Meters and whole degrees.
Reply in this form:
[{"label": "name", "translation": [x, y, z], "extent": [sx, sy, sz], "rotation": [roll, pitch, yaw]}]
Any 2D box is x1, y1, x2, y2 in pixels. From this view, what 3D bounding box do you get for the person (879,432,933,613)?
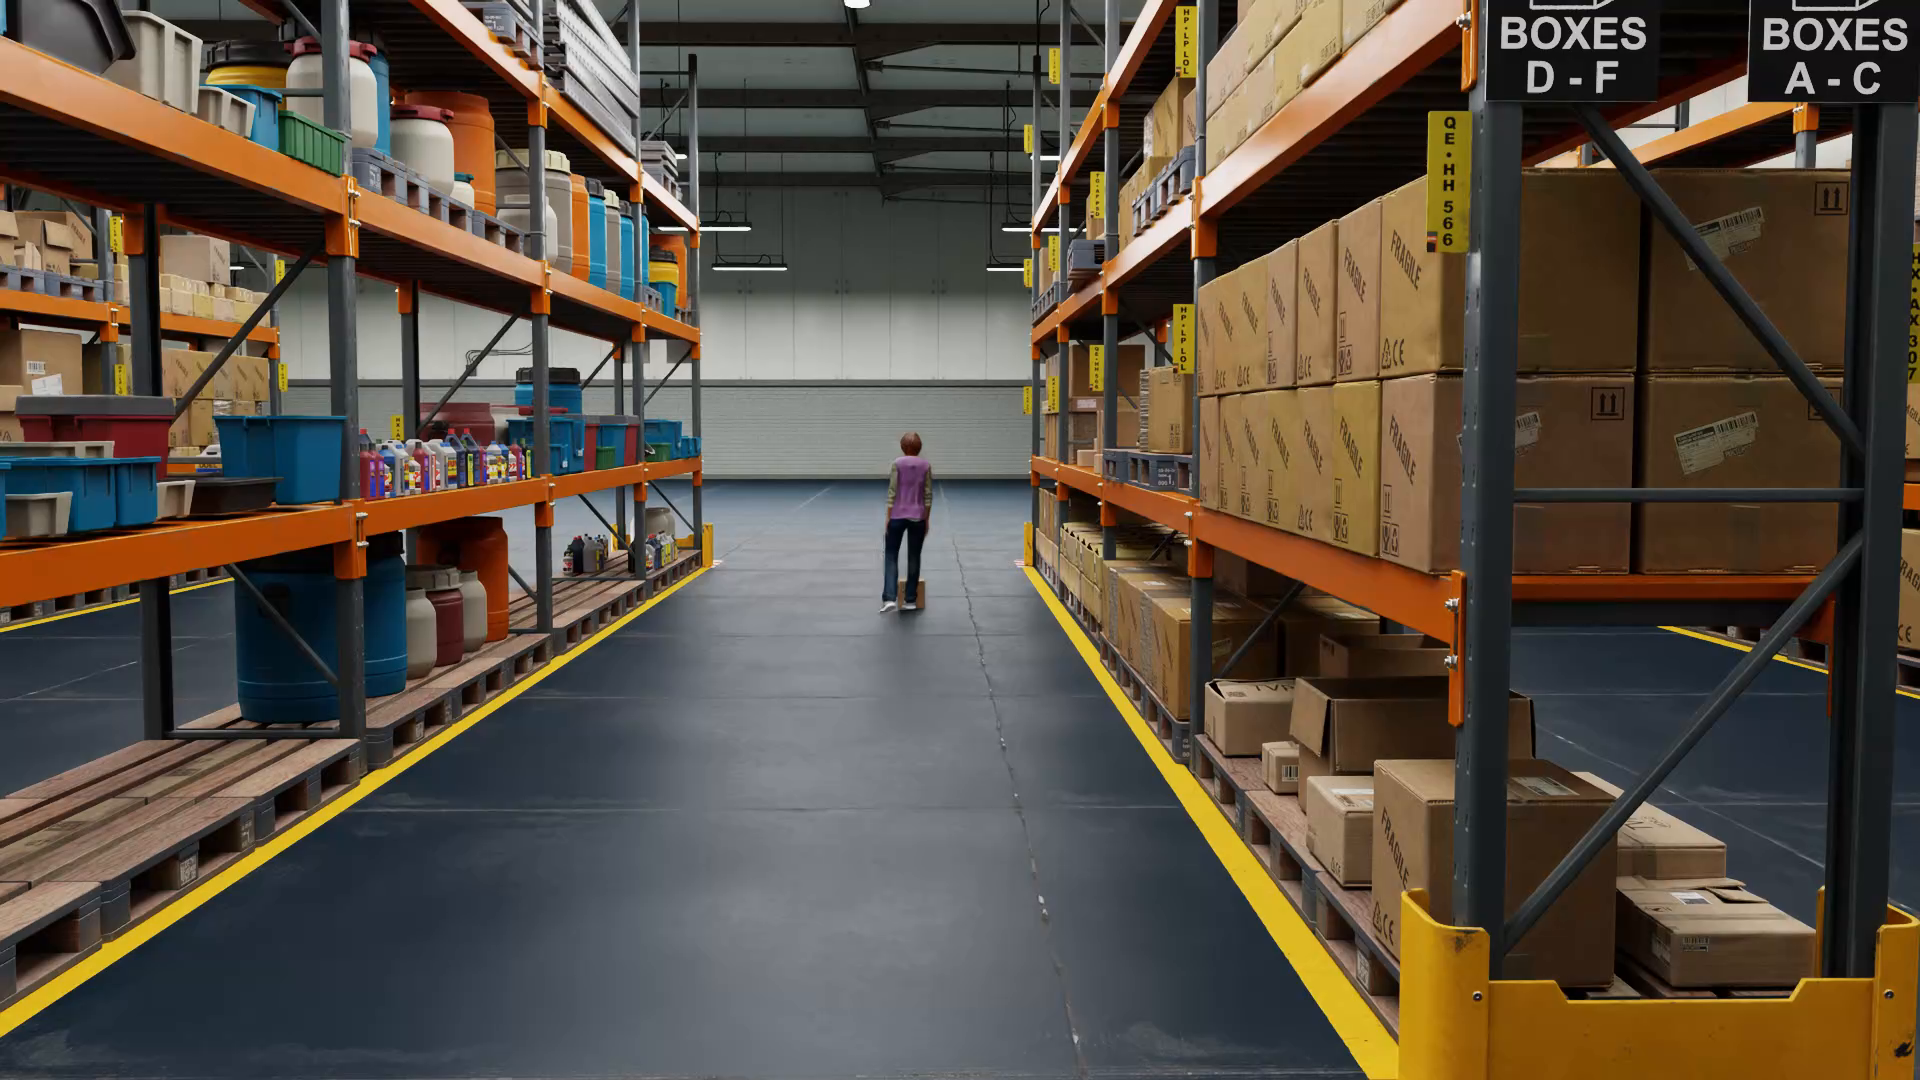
[{"label": "person", "translation": [-0.490, -0.139, 14.854], "extent": [0.476, 1.630, 0.419], "rotation": [-1, 4, -12]}]
